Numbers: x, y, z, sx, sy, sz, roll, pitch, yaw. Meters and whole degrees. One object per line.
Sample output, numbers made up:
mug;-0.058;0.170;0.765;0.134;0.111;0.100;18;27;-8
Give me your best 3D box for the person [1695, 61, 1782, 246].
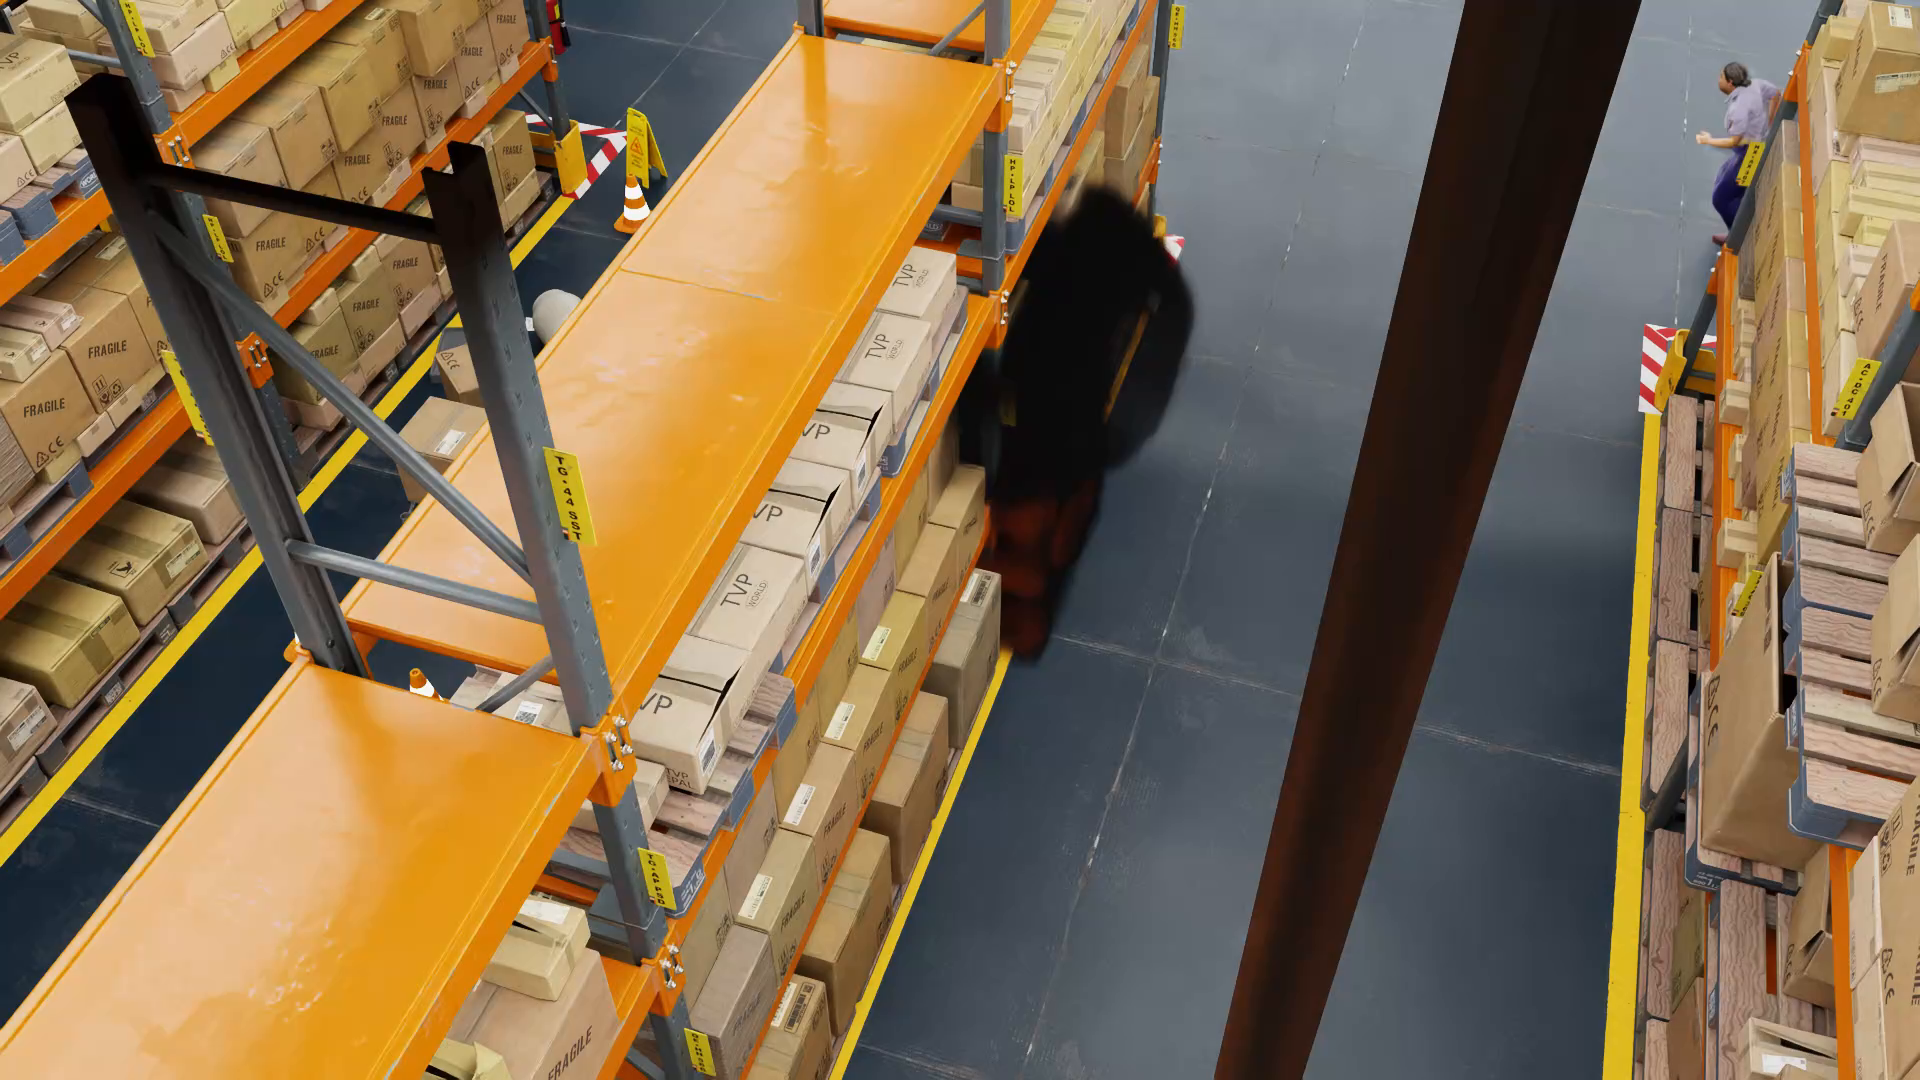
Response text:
person;6.187;-3.031;13.094;0.777;1.463;0.633;29;52;25
